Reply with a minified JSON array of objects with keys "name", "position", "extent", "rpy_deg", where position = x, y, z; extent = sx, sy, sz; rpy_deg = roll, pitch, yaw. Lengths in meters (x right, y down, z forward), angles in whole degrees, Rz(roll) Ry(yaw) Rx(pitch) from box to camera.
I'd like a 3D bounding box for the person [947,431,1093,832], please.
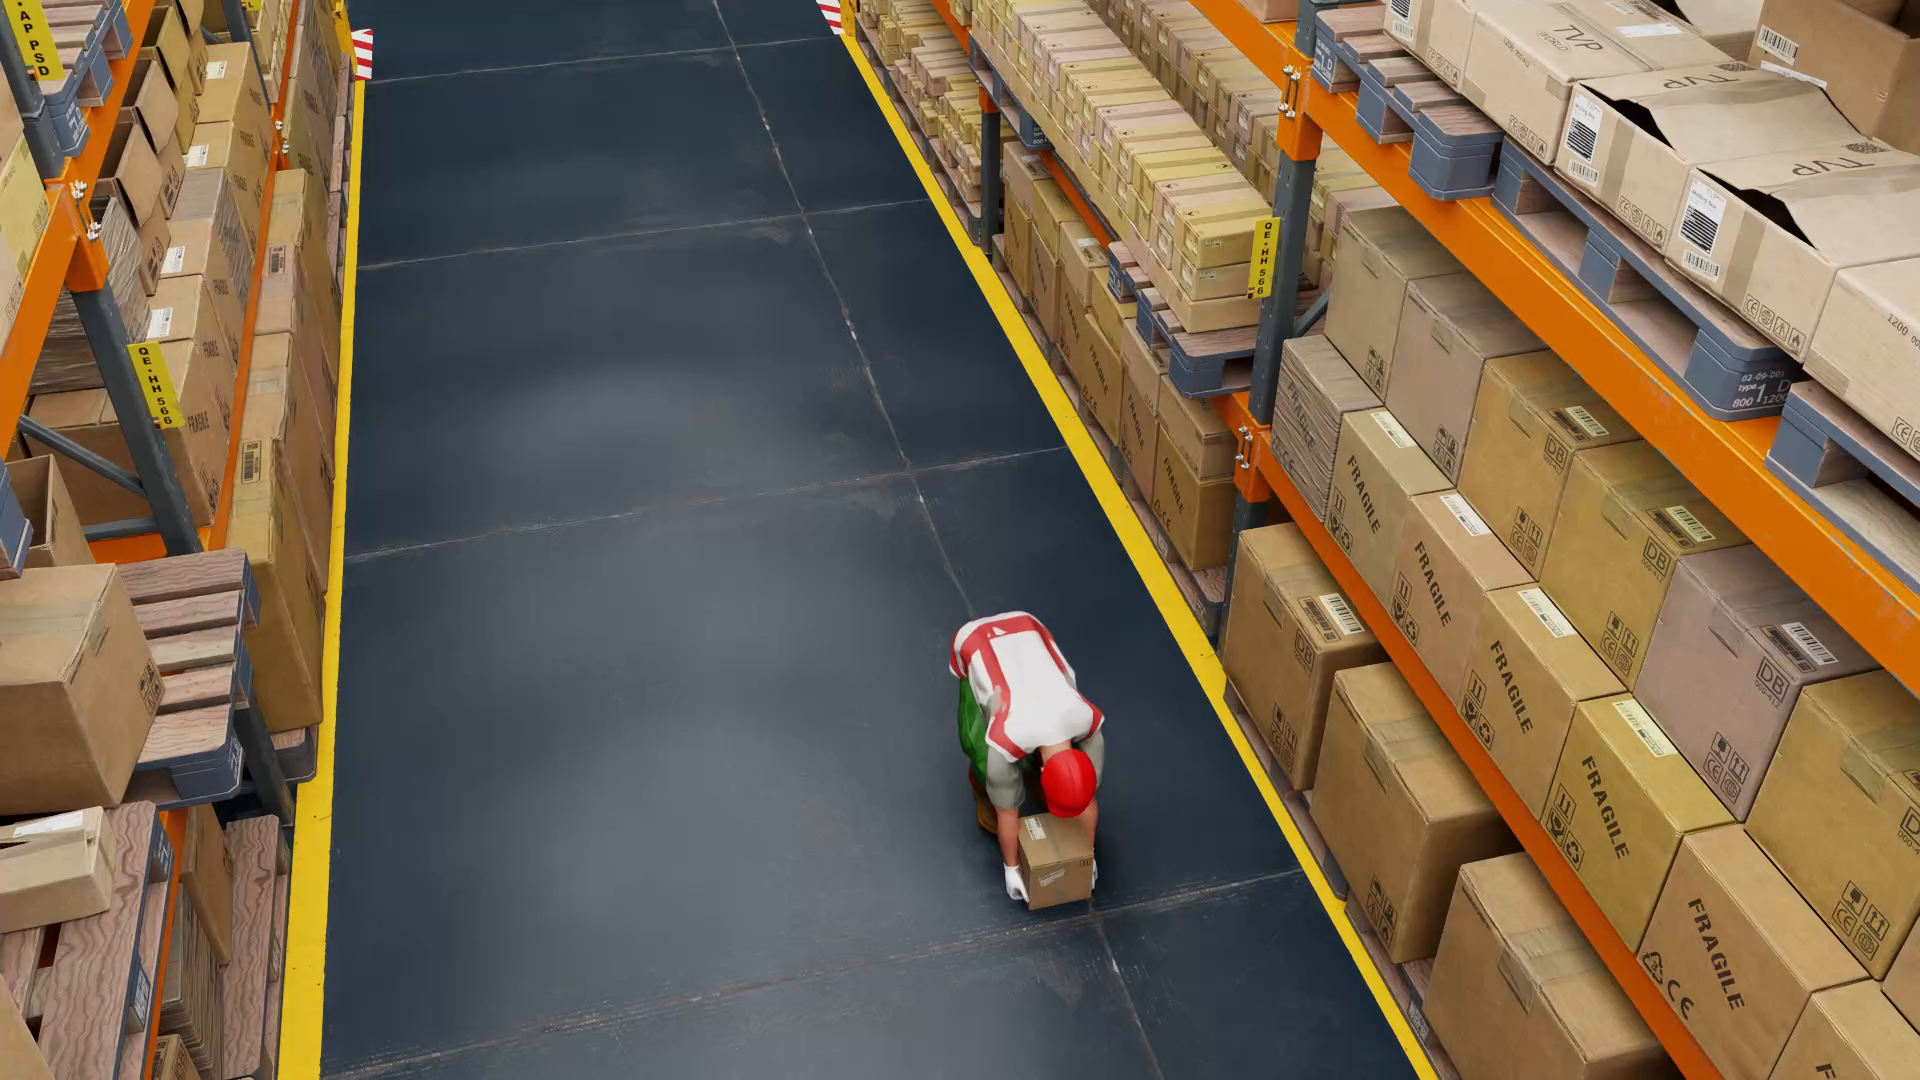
[{"name":"person","position":[0.226,0.327,6.279],"extent":[0.558,1.783,0.427],"rpy_deg":[-11,39,-14]}]
